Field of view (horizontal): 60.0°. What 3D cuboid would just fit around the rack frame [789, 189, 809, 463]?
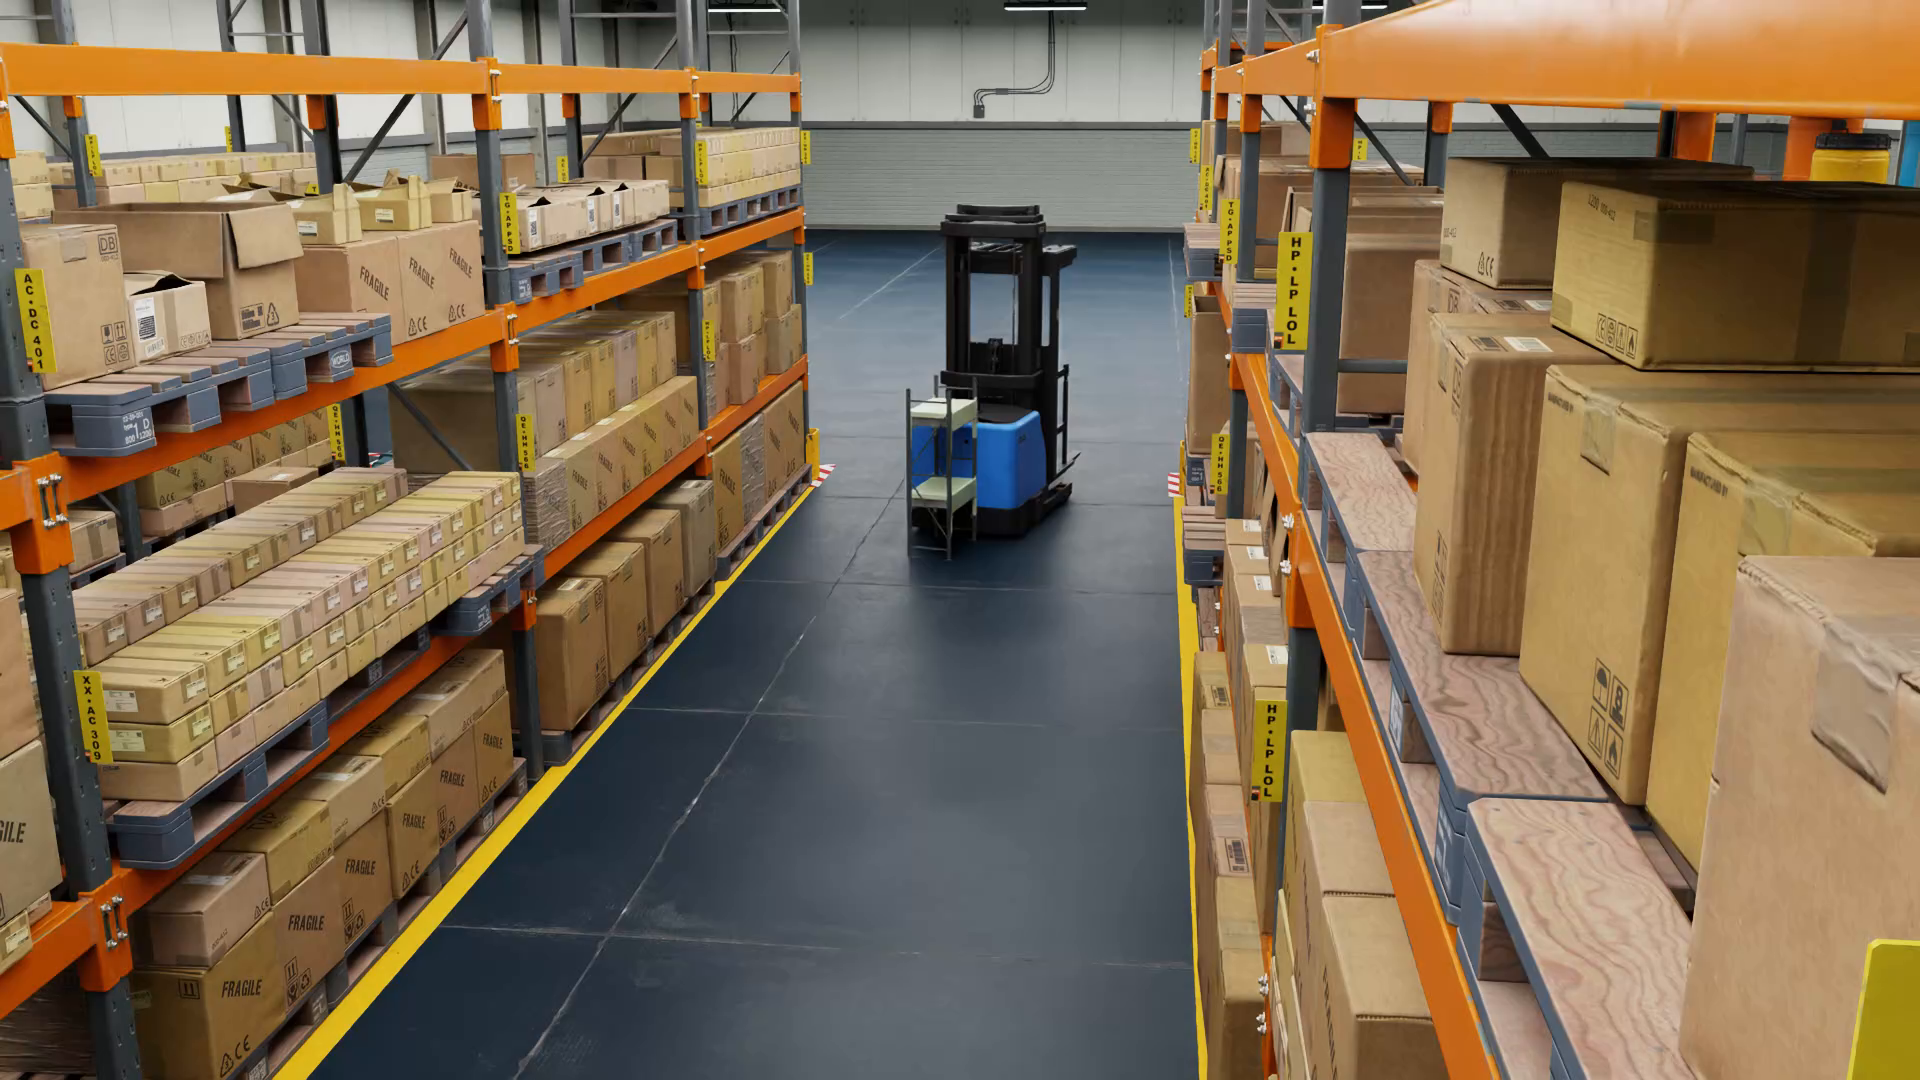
[{"bbox_3d":[-2.089,-2.115,17.239,1.000,3.000,0.127,2,15,6],"label":"rack frame"}]

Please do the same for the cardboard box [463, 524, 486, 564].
[{"bbox_3d":[-2.651,0.014,8.472,0.380,0.149,0.250,2,15,8],"label":"cardboard box"}]

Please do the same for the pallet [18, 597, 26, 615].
[{"bbox_3d":[-7.692,0.668,12.288,1.003,0.211,1.213,2,15,6],"label":"pallet"}]

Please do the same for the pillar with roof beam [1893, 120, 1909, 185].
[{"bbox_3d":[16.804,-10.546,36.923,9.100,9.000,0.400,2,15,6],"label":"pillar with roof beam"}]

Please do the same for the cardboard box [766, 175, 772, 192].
[{"bbox_3d":[-1.934,-3.267,15.238,0.380,0.149,0.250,2,15,7],"label":"cardboard box"}]

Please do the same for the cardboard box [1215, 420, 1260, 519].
[{"bbox_3d":[1.910,-0.408,9.929,0.700,0.500,0.500,4,16,15],"label":"cardboard box"}]

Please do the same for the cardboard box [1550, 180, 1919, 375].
[{"bbox_3d":[1.260,-0.426,2.621,0.500,0.250,0.500,1,15,4],"label":"cardboard box"}]

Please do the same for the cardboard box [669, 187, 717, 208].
[{"bbox_3d":[-2.162,-2.740,13.288,0.380,0.149,0.250,1,15,5],"label":"cardboard box"}]

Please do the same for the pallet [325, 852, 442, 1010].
[{"bbox_3d":[-3.222,1.824,8.013,1.003,0.211,1.213,2,15,6],"label":"pallet"}]

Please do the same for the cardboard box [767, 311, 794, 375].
[{"bbox_3d":[-2.127,-1.947,16.328,0.875,0.550,0.550,2,15,6],"label":"cardboard box"}]

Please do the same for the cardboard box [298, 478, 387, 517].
[{"bbox_3d":[-3.264,-0.225,8.786,0.380,0.149,0.250,1,15,5],"label":"cardboard box"}]

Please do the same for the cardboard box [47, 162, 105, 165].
[{"bbox_3d":[-7.681,-3.204,14.470,0.380,0.149,0.250,2,15,8],"label":"cardboard box"}]

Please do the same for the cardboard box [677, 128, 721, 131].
[{"bbox_3d":[-2.501,-3.870,15.937,0.380,0.149,0.250,1,15,5],"label":"cardboard box"}]

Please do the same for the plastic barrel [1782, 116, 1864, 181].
[{"bbox_3d":[7.820,-3.525,15.080,0.600,0.830,0.708,2,15,6],"label":"plastic barrel"}]

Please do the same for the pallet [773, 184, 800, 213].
[{"bbox_3d":[-2.163,-3.328,16.146,1.003,0.211,1.213,2,15,6],"label":"pallet"}]

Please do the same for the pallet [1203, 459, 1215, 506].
[{"bbox_3d":[2.107,-0.290,10.856,1.003,0.211,1.213,2,15,6],"label":"pallet"}]

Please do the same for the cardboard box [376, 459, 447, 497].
[{"bbox_3d":[-3.208,-0.214,10.014,0.500,0.500,0.500,2,15,6],"label":"cardboard box"}]

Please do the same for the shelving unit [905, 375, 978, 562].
[{"bbox_3d":[-0.154,-0.643,14.665,0.431,1.500,0.755,5,16,17],"label":"shelving unit"}]

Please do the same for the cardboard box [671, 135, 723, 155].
[{"bbox_3d":[-2.134,-3.191,13.429,0.380,0.149,0.250,2,15,6],"label":"cardboard box"}]

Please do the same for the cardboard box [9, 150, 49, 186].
[{"bbox_3d":[-7.409,-2.863,12.783,0.500,0.250,0.500,2,15,8],"label":"cardboard box"}]

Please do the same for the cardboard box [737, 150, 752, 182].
[{"bbox_3d":[-2.096,-3.229,14.330,0.500,0.250,0.500,2,15,6],"label":"cardboard box"}]

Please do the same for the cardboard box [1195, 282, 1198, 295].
[{"bbox_3d":[2.376,-2.224,14.963,0.500,0.500,0.500,2,15,6],"label":"cardboard box"}]

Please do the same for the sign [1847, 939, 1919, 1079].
[{"bbox_3d":[0.484,0.350,0.831,0.100,0.325,0.005,2,15,6],"label":"sign"}]

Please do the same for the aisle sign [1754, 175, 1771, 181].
[{"bbox_3d":[7.466,-3.079,15.824,0.394,0.787,0.004,2,15,6],"label":"aisle sign"}]

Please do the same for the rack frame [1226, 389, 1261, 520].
[{"bbox_3d":[1.925,0.132,8.928,1.000,3.000,0.127,2,15,6],"label":"rack frame"}]

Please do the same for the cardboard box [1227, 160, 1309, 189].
[{"bbox_3d":[1.848,-1.998,9.910,0.500,0.500,0.500,2,15,7],"label":"cardboard box"}]

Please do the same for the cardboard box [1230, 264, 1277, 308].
[{"bbox_3d":[1.735,-1.374,9.039,0.500,0.250,0.500,2,15,6],"label":"cardboard box"}]

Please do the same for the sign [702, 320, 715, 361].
[{"bbox_3d":[-2.000,-1.585,13.212,0.100,0.325,0.005,2,15,6],"label":"sign"}]

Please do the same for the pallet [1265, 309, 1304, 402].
[{"bbox_3d":[1.782,-0.766,6.865,1.003,0.211,1.213,2,15,9],"label":"pallet"}]

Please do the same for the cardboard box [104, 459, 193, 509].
[{"bbox_3d":[-7.136,-0.580,14.587,0.500,0.500,0.500,2,15,9],"label":"cardboard box"}]

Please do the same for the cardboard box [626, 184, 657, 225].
[{"bbox_3d":[-2.462,-2.378,11.754,0.500,0.250,0.500,2,15,6],"label":"cardboard box"}]

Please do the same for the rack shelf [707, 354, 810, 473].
[{"bbox_3d":[-2.315,-1.249,15.414,1.077,0.370,4.000,2,15,6],"label":"rack shelf"}]

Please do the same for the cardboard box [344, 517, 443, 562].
[{"bbox_3d":[-2.711,-0.004,7.967,0.380,0.149,0.250,2,15,6],"label":"cardboard box"}]

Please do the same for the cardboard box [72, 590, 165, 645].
[{"bbox_3d":[-3.502,0.314,6.793,0.380,0.149,0.250,2,15,6],"label":"cardboard box"}]

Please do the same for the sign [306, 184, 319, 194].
[{"bbox_3d":[-3.543,-1.795,9.164,0.100,0.325,0.005,2,15,6],"label":"sign"}]

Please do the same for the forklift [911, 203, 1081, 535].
[{"bbox_3d":[0.488,-1.802,16.211,1.130,2.935,3.031,5,16,18],"label":"forklift"}]

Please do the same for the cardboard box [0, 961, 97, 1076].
[{"bbox_3d":[-3.610,1.801,6.738,0.500,0.500,0.500,1,15,5],"label":"cardboard box"}]

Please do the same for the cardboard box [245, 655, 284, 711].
[{"bbox_3d":[-2.886,0.549,6.492,0.380,0.149,0.250,2,15,8],"label":"cardboard box"}]

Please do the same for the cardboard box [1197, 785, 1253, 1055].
[{"bbox_3d":[1.626,1.594,6.787,1.225,0.875,0.875,1,15,4],"label":"cardboard box"}]

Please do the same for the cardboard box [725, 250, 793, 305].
[{"bbox_3d":[-2.170,-2.614,16.727,0.875,0.550,0.550,2,15,6],"label":"cardboard box"}]

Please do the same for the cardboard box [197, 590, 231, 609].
[{"bbox_3d":[-3.450,0.321,7.336,0.380,0.149,0.250,2,15,7],"label":"cardboard box"}]

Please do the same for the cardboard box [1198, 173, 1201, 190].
[{"bbox_3d":[2.441,-3.382,15.701,0.380,0.149,0.250,2,15,7],"label":"cardboard box"}]

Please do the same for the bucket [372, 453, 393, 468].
[{"bbox_3d":[-4.816,-0.335,14.013,0.726,0.611,0.620,7,27,25],"label":"bucket"}]

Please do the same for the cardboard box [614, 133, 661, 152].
[{"bbox_3d":[-2.730,-3.340,13.980,0.380,0.149,0.250,2,15,7],"label":"cardboard box"}]

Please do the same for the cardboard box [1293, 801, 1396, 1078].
[{"bbox_3d":[1.102,0.980,4.071,0.500,0.500,0.500,2,15,6],"label":"cardboard box"}]

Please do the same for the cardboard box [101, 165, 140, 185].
[{"bbox_3d":[-7.110,-3.050,13.901,0.380,0.149,0.250,2,15,8],"label":"cardboard box"}]

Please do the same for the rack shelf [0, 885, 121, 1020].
[{"bbox_3d":[-3.669,1.863,3.904,1.077,0.370,4.000,2,15,6],"label":"rack shelf"}]

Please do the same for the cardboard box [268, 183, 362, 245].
[{"bbox_3d":[-2.904,-1.460,7.409,0.396,0.266,0.258,2,15,6],"label":"cardboard box"}]

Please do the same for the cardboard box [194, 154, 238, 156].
[{"bbox_3d":[-7.364,-3.732,16.423,0.380,0.149,0.250,2,15,6],"label":"cardboard box"}]

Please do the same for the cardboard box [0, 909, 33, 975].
[{"bbox_3d":[-3.164,1.269,5.203,0.380,0.149,0.250,1,15,5],"label":"cardboard box"}]

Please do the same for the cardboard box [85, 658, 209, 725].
[{"bbox_3d":[-2.942,0.540,5.957,0.380,0.149,0.250,2,15,9],"label":"cardboard box"}]

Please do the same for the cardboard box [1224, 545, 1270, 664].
[{"bbox_3d":[1.544,0.335,7.984,0.500,0.500,0.500,1,15,5],"label":"cardboard box"}]

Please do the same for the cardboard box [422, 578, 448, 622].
[{"bbox_3d":[-2.710,0.285,8.039,0.380,0.149,0.250,1,15,4],"label":"cardboard box"}]

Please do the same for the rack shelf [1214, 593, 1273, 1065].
[{"bbox_3d":[1.699,0.998,7.104,1.077,0.370,4.000,2,15,6],"label":"rack shelf"}]

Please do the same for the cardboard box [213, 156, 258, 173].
[{"bbox_3d":[-6.956,-3.590,15.900,0.380,0.149,0.250,2,15,6],"label":"cardboard box"}]

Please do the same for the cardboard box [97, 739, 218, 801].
[{"bbox_3d":[-2.942,0.827,6.035,0.380,0.149,0.250,1,15,4],"label":"cardboard box"}]

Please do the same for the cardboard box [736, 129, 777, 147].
[{"bbox_3d":[-1.906,-3.718,15.375,0.380,0.149,0.250,2,15,6],"label":"cardboard box"}]

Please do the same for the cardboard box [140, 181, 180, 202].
[{"bbox_3d":[-7.100,-2.957,14.322,0.500,0.250,0.500,2,15,6],"label":"cardboard box"}]

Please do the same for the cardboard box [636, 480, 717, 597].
[{"bbox_3d":[-2.521,-0.031,13.036,1.050,0.750,0.750,2,15,6],"label":"cardboard box"}]
